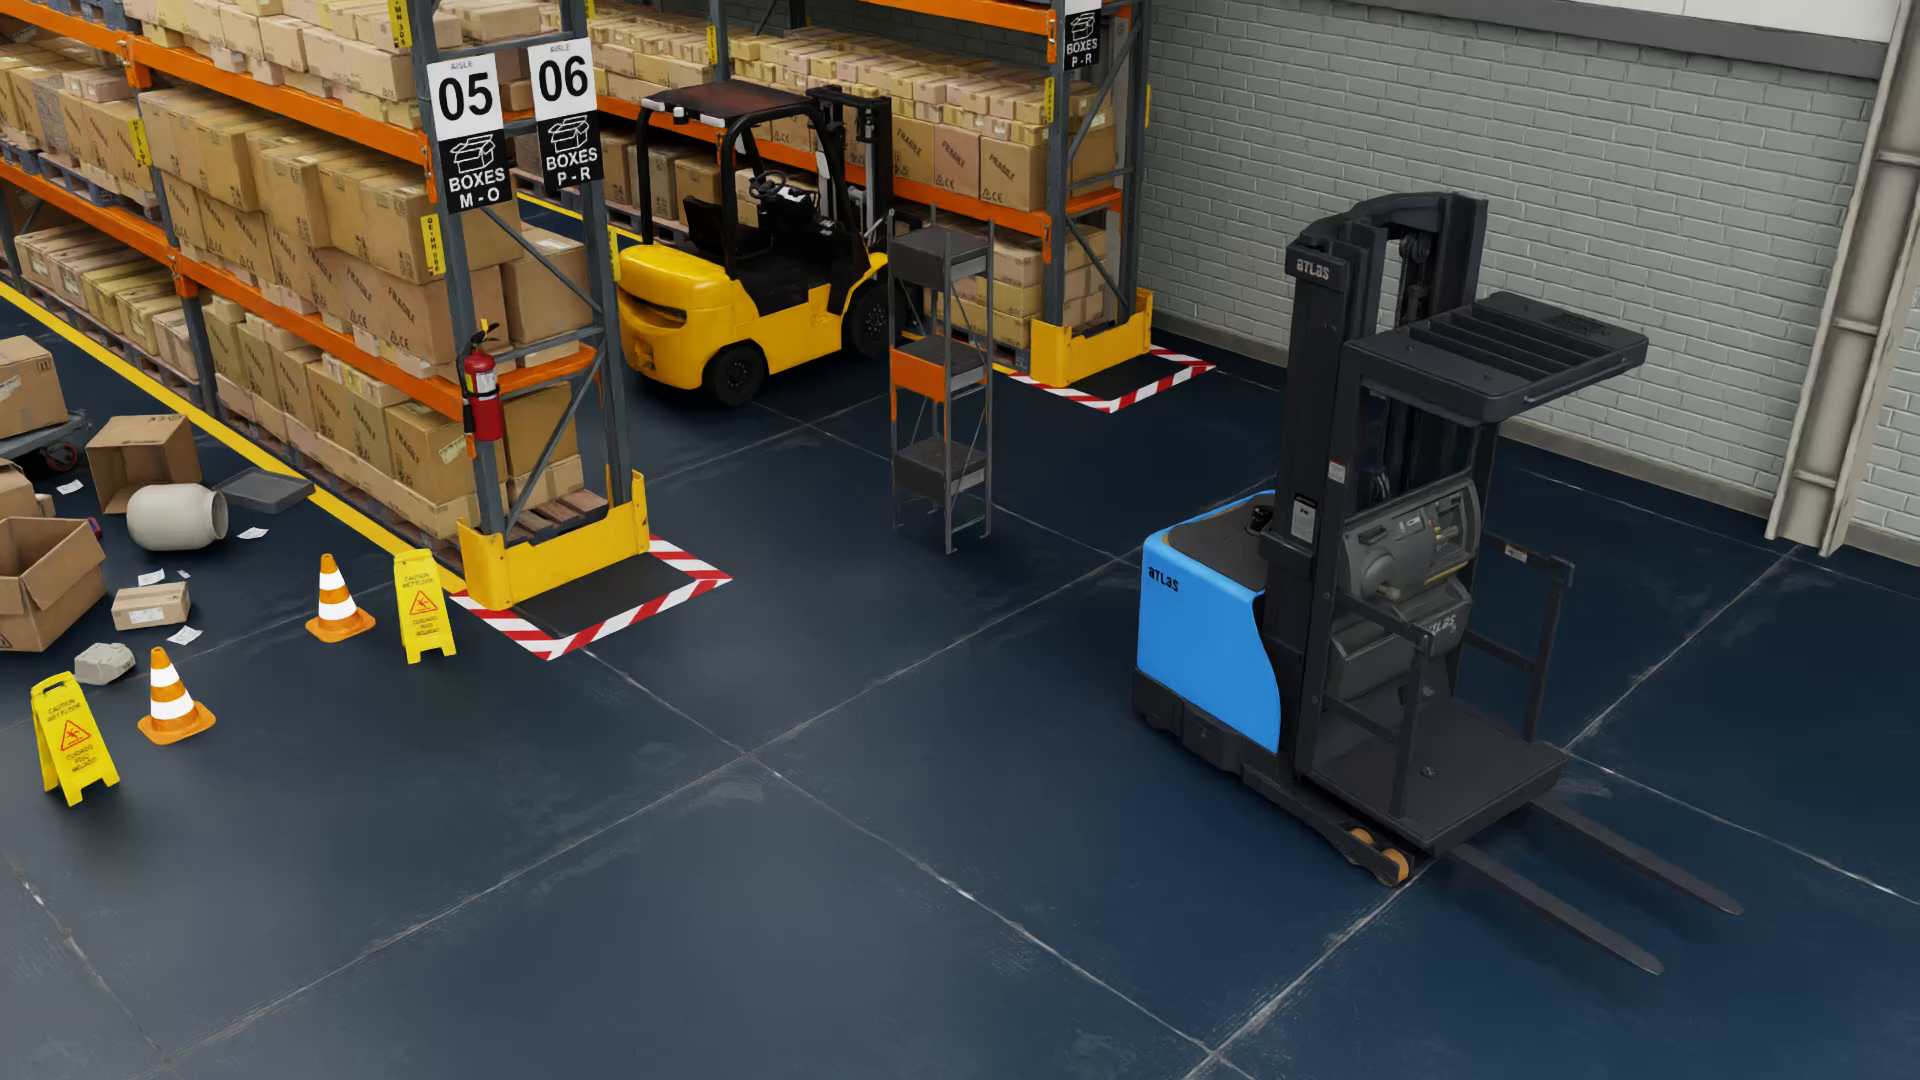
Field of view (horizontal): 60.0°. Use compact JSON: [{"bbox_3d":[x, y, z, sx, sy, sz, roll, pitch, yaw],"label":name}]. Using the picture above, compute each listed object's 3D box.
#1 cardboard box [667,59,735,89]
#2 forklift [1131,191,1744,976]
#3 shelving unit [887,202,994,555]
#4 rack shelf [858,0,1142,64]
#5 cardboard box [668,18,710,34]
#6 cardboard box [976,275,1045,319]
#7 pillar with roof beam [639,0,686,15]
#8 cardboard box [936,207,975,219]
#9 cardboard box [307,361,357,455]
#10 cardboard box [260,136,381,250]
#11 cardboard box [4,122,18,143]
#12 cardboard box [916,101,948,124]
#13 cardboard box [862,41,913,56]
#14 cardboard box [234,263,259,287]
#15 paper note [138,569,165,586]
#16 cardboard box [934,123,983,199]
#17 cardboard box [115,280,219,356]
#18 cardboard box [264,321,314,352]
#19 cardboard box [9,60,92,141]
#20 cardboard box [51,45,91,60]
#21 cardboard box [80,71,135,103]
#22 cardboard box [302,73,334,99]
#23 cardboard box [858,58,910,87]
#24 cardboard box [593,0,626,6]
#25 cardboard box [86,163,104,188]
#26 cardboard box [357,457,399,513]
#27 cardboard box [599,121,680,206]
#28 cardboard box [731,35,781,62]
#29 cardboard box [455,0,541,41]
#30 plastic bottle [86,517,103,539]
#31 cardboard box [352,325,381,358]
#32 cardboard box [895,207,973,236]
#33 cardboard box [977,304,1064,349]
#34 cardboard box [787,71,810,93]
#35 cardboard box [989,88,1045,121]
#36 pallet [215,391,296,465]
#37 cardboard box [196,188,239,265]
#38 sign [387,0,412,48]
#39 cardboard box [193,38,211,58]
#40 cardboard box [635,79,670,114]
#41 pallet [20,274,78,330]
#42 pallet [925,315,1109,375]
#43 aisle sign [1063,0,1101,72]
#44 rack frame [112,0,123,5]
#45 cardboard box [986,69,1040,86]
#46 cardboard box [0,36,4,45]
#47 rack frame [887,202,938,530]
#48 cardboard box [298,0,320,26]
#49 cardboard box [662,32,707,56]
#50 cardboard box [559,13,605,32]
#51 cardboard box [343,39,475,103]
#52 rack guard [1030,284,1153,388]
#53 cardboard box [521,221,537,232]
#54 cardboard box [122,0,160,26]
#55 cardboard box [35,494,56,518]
[{"bbox_3d":[-2.338,-4.299,15.320,0.500,0.250,0.500,24,36,37],"label":"cardboard box"},{"bbox_3d":[2.217,0.041,7.516,1.130,2.935,3.031,-20,34,-33],"label":"forklift"},{"bbox_3d":[-0.118,-0.983,10.357,0.503,2.100,0.431,25,36,38],"label":"shelving unit"},{"bbox_3d":[-0.382,-4.425,13.486,4.000,0.370,1.077,25,36,38],"label":"rack shelf"},{"bbox_3d":[-2.597,-4.939,16.108,0.250,0.149,0.380,25,36,38],"label":"cardboard box"},{"bbox_3d":[0.478,-2.009,13.306,0.500,0.250,0.500,24,36,38],"label":"cardboard box"},{"bbox_3d":[-6.117,-6.474,13.387,0.400,9.000,9.100,25,36,38],"label":"pillar with roof beam"},{"bbox_3d":[0.126,-2.723,14.128,0.500,0.250,0.500,24,36,38],"label":"cardboard box"},{"bbox_3d":[-3.917,-0.927,10.980,0.500,0.500,0.500,24,36,37],"label":"cardboard box"},{"bbox_3d":[-3.742,-2.127,10.065,0.500,0.500,0.700,24,36,38],"label":"cardboard box"},{"bbox_3d":[-7.696,-3.424,13.851,0.250,0.149,0.380,22,35,35],"label":"cardboard box"},{"bbox_3d":[-0.137,-3.450,13.276,0.250,0.149,0.380,23,36,37],"label":"cardboard box"},{"bbox_3d":[-0.628,-4.198,14.380,0.250,0.149,0.380,24,36,38],"label":"cardboard box"},{"bbox_3d":[-4.707,-1.866,11.338,0.380,0.149,0.250,-24,36,-38],"label":"cardboard box"},{"bbox_3d":[-5.003,0.230,10.286,0.148,0.019,0.142,-13,30,-22],"label":"paper note"},{"bbox_3d":[0.146,-3.053,13.220,0.500,0.500,0.500,-24,36,-38],"label":"cardboard box"},{"bbox_3d":[-6.176,-1.847,13.405,0.950,0.372,0.625,-23,35,-36],"label":"cardboard box"},{"bbox_3d":[-4.445,-1.411,11.205,0.380,0.149,0.250,-23,35,-36],"label":"cardboard box"},{"bbox_3d":[-7.219,-3.525,13.345,0.500,0.500,0.500,-25,36,-38],"label":"cardboard box"},{"bbox_3d":[-7.242,-3.866,13.994,0.500,0.500,0.500,24,36,38],"label":"cardboard box"},{"bbox_3d":[-6.274,-3.365,12.345,0.250,0.149,0.380,23,36,37],"label":"cardboard box"},{"bbox_3d":[-3.595,-2.694,9.690,0.250,0.149,0.380,24,36,38],"label":"cardboard box"},{"bbox_3d":[-0.625,-3.860,13.737,0.250,0.149,0.380,25,37,39],"label":"cardboard box"},{"bbox_3d":[-3.656,-5.456,17.092,0.250,0.149,0.380,24,36,37],"label":"cardboard box"},{"bbox_3d":[-6.415,-2.817,12.697,0.380,0.149,0.250,-25,37,-39],"label":"cardboard box"},{"bbox_3d":[-3.562,-0.430,10.841,0.500,0.250,0.500,25,37,39],"label":"cardboard box"},{"bbox_3d":[-3.274,-3.870,16.981,0.625,0.625,0.875,23,35,36],"label":"cardboard box"},{"bbox_3d":[-1.789,-4.329,14.629,0.380,0.149,0.250,-24,36,-38],"label":"cardboard box"},{"bbox_3d":[-2.544,-2.868,9.165,0.250,0.149,0.380,24,36,38],"label":"cardboard box"},{"bbox_3d":[-5.680,-0.076,10.822,0.133,0.061,0.283,-18,33,-31],"label":"plastic bottle"},{"bbox_3d":[-3.481,-1.265,10.197,0.380,0.149,0.250,-25,36,-38],"label":"cardboard box"},{"bbox_3d":[-0.238,-2.548,13.794,0.500,0.250,0.500,-25,37,-39],"label":"cardboard box"},{"bbox_3d":[0.488,-1.781,13.410,0.500,0.250,0.500,25,37,39],"label":"cardboard box"},{"bbox_3d":[-1.250,-3.944,14.216,0.380,0.149,0.250,-24,36,-38],"label":"cardboard box"},{"bbox_3d":[0.443,-3.344,12.755,0.250,0.149,0.380,25,36,38],"label":"cardboard box"},{"bbox_3d":[-4.782,-0.978,12.377,1.213,0.211,1.003,25,36,38],"label":"pallet"},{"bbox_3d":[-4.793,-2.204,11.285,0.500,0.500,0.500,24,36,38],"label":"cardboard box"},{"bbox_3d":[-2.837,-2.657,8.399,0.005,0.325,0.100,25,36,38],"label":"sign"},{"bbox_3d":[-4.683,-3.210,10.673,0.380,0.149,0.250,-24,36,-38],"label":"cardboard box"},{"bbox_3d":[-2.713,-4.242,15.749,0.500,0.250,0.500,24,36,38],"label":"cardboard box"},{"bbox_3d":[-7.582,-2.236,14.768,1.213,0.211,1.003,25,36,38],"label":"pallet"},{"bbox_3d":[0.469,-1.765,13.873,1.213,0.211,1.003,25,36,38],"label":"pallet"},{"bbox_3d":[0.885,-3.795,11.945,0.004,0.787,0.394,25,36,38],"label":"aisle sign"},{"bbox_3d":[-5.286,-5.075,10.727,0.127,3.000,1.000,25,36,38],"label":"rack frame"},{"bbox_3d":[0.427,-3.671,13.377,0.250,0.149,0.380,25,37,39],"label":"cardboard box"},{"bbox_3d":[-8.690,-4.294,14.505,0.500,0.500,0.500,23,36,37],"label":"cardboard box"},{"bbox_3d":[-0.292,-1.063,10.509,0.015,2.100,0.400,25,36,38],"label":"rack frame"},{"bbox_3d":[-3.547,-3.053,9.516,0.250,0.149,0.380,25,36,38],"label":"cardboard box"},{"bbox_3d":[-2.542,-4.613,15.489,0.250,0.149,0.380,25,36,38],"label":"cardboard box"},{"bbox_3d":[-3.712,-5.086,16.388,0.380,0.149,0.250,-24,36,-38],"label":"cardboard box"},{"bbox_3d":[-2.987,-2.585,9.056,0.500,0.250,0.500,24,36,38],"label":"cardboard box"},{"bbox_3d":[1.061,-1.649,13.343,0.348,0.500,1.175,25,36,38],"label":"rack guard"},{"bbox_3d":[-2.948,-1.705,10.337,0.500,0.500,0.500,-24,36,-38],"label":"cardboard box"},{"bbox_3d":[-5.164,-3.579,10.945,0.500,0.250,0.500,24,36,37],"label":"cardboard box"},{"bbox_3d":[-6.209,-0.232,10.899,0.396,0.266,0.258,2,28,4],"label":"cardboard box"}]
